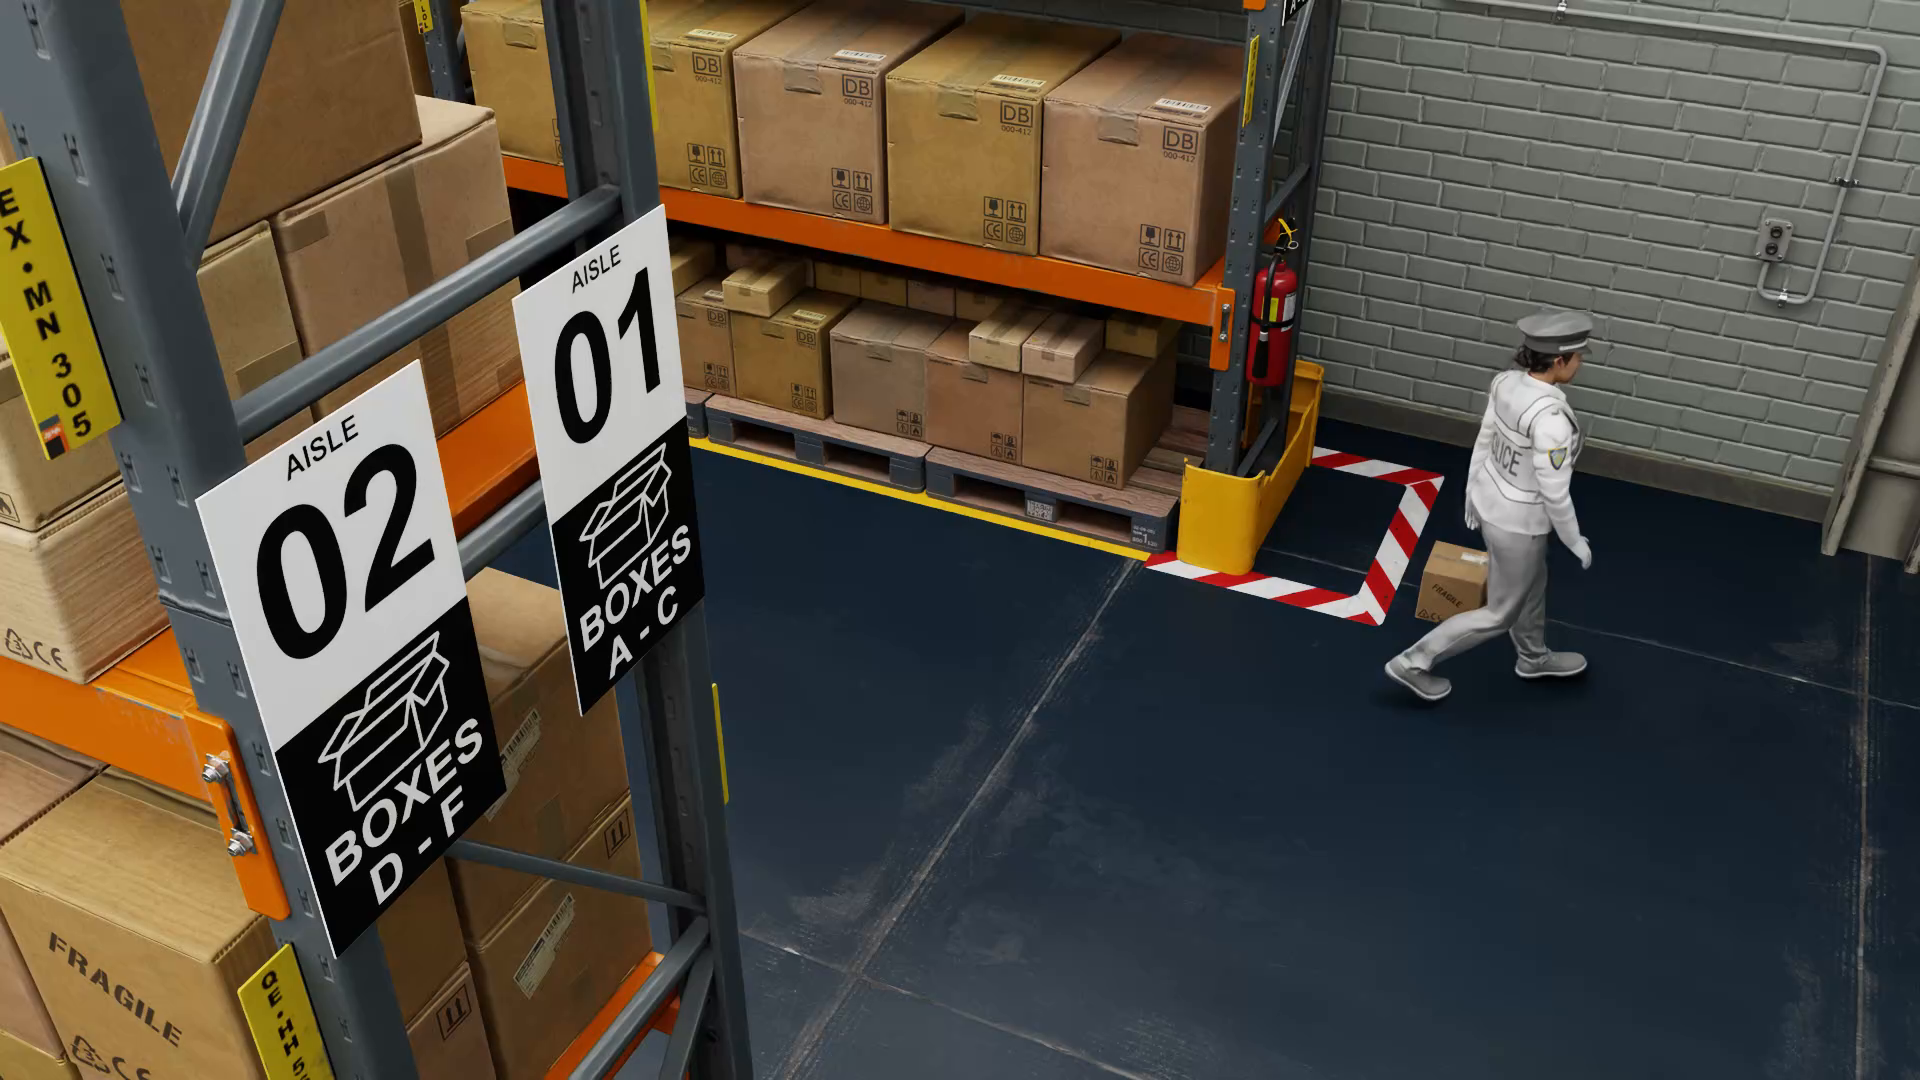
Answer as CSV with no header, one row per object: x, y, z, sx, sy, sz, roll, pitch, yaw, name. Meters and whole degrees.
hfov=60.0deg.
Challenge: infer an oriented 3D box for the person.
2.112,-0.084,6.259,0.885,1.625,0.508,-2,34,-3,person
